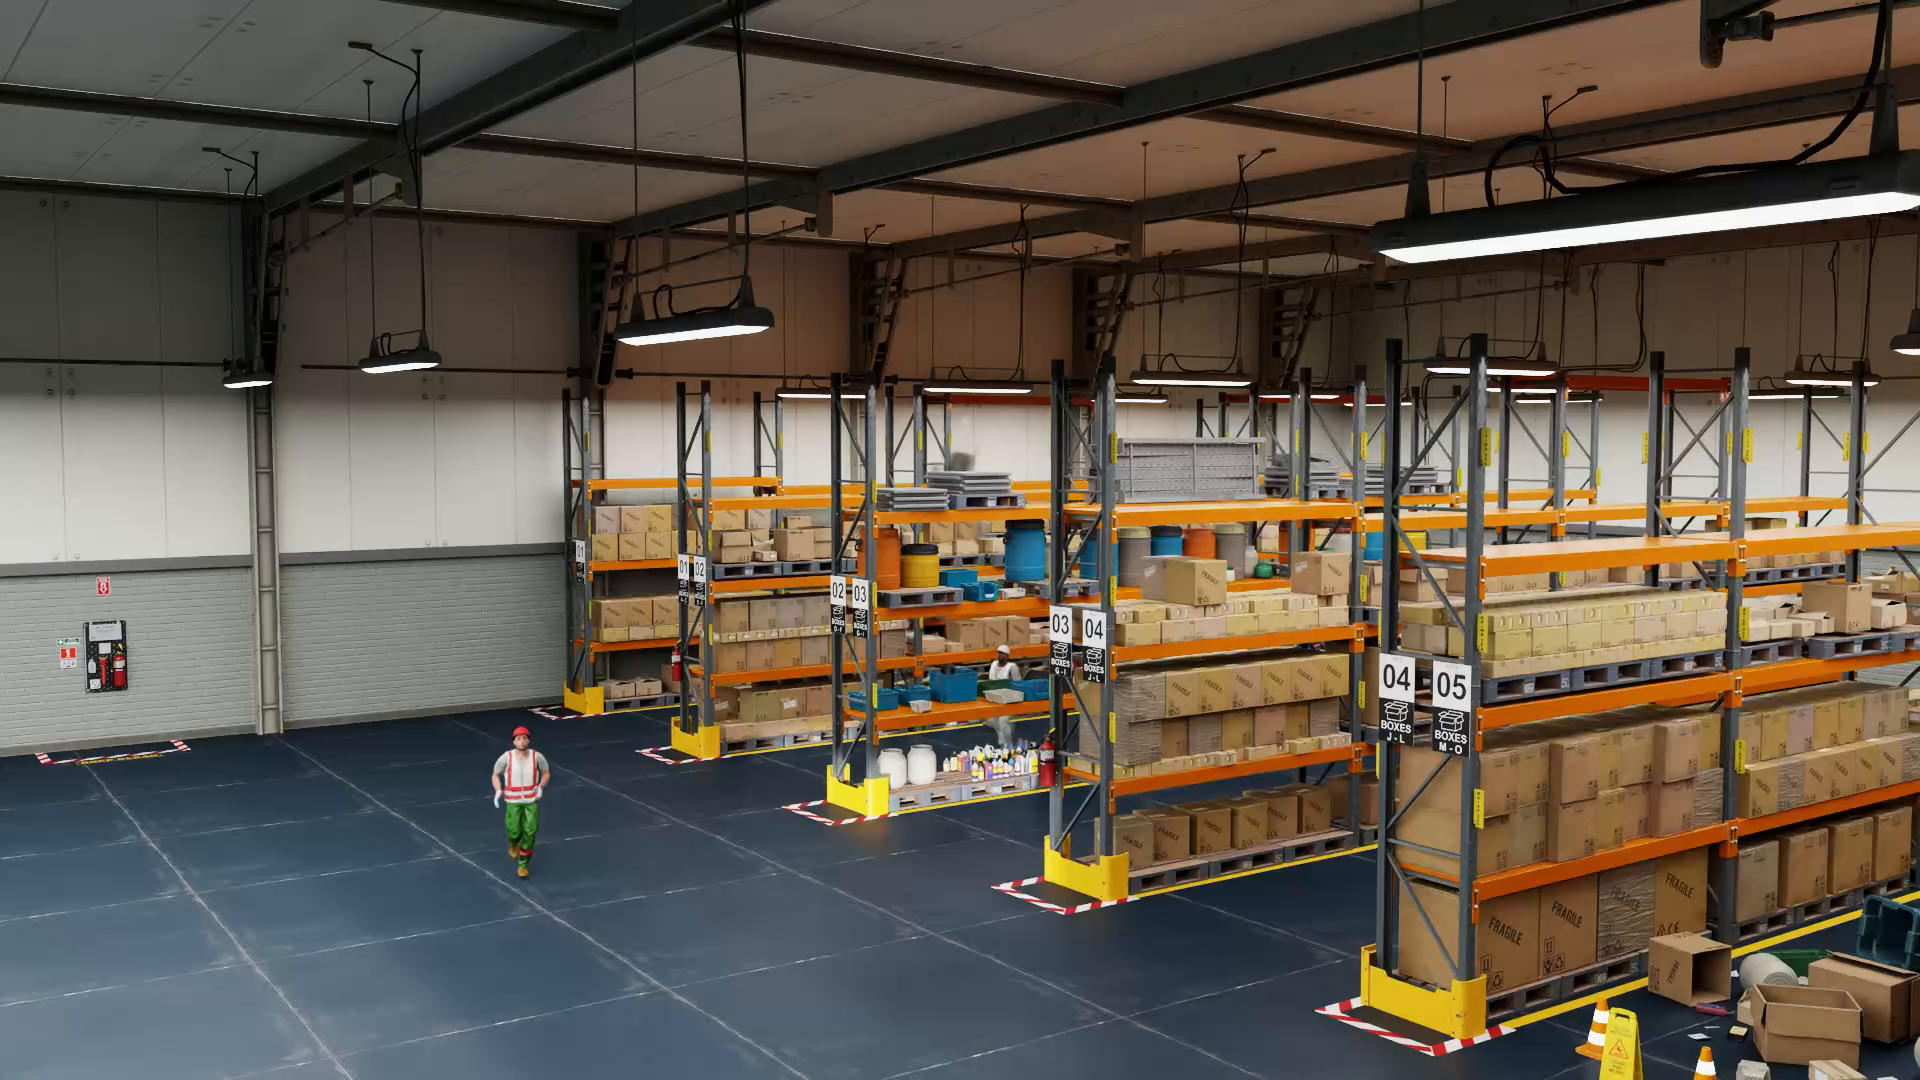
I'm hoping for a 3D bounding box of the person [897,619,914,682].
[{"bbox_3d":[-1.051,2.295,31.669,0.618,1.678,0.850,4,5,45],"label":"person"}]

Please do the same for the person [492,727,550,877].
[{"bbox_3d":[-5.120,3.049,19.451,0.657,1.738,0.601,-1,4,-19],"label":"person"}]

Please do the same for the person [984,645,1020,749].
[{"bbox_3d":[0.645,2.567,26.905,0.682,1.735,0.585,3,5,38],"label":"person"}]
